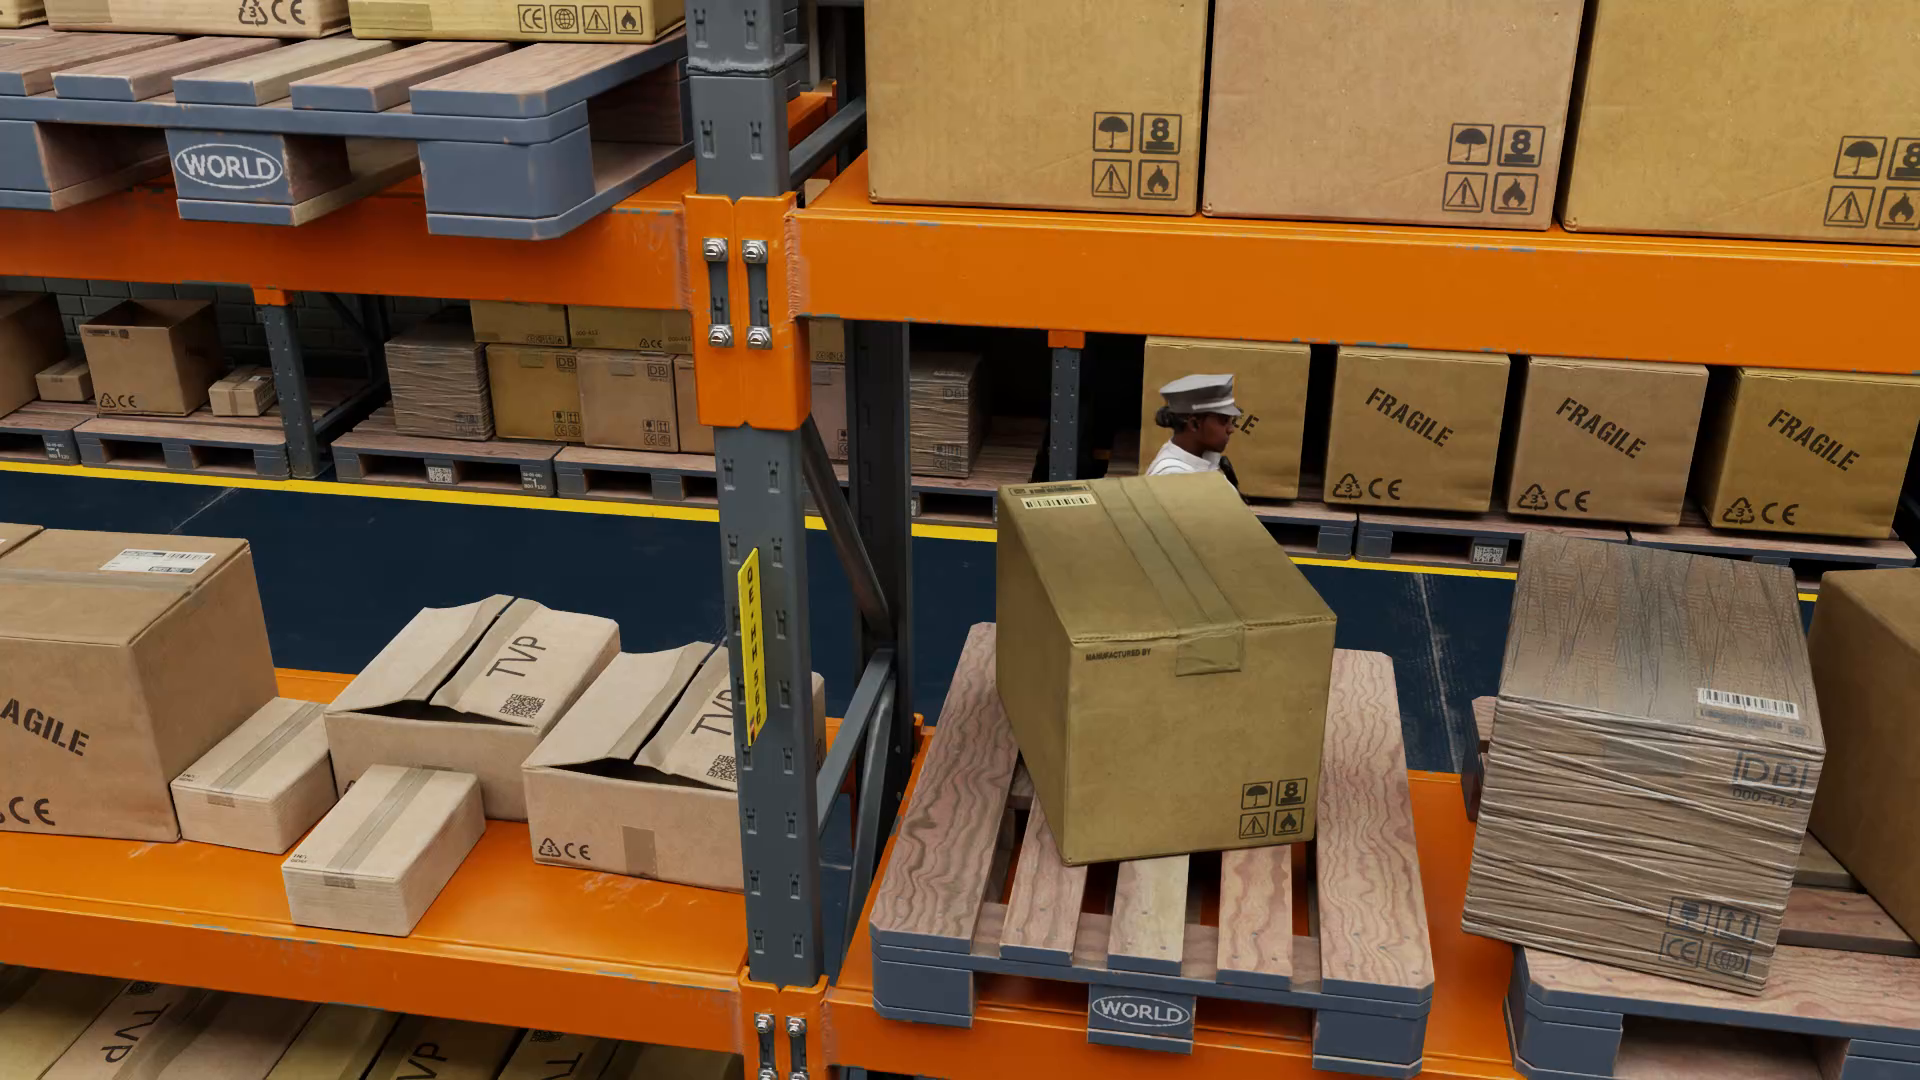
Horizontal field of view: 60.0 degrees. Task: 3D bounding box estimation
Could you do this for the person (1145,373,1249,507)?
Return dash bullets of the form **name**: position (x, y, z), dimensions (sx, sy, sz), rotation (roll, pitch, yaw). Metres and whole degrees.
- **person**: position (0.655, 0.265, 5.526), dimensions (0.469, 1.675, 0.653), rotation (11, 27, 23)
